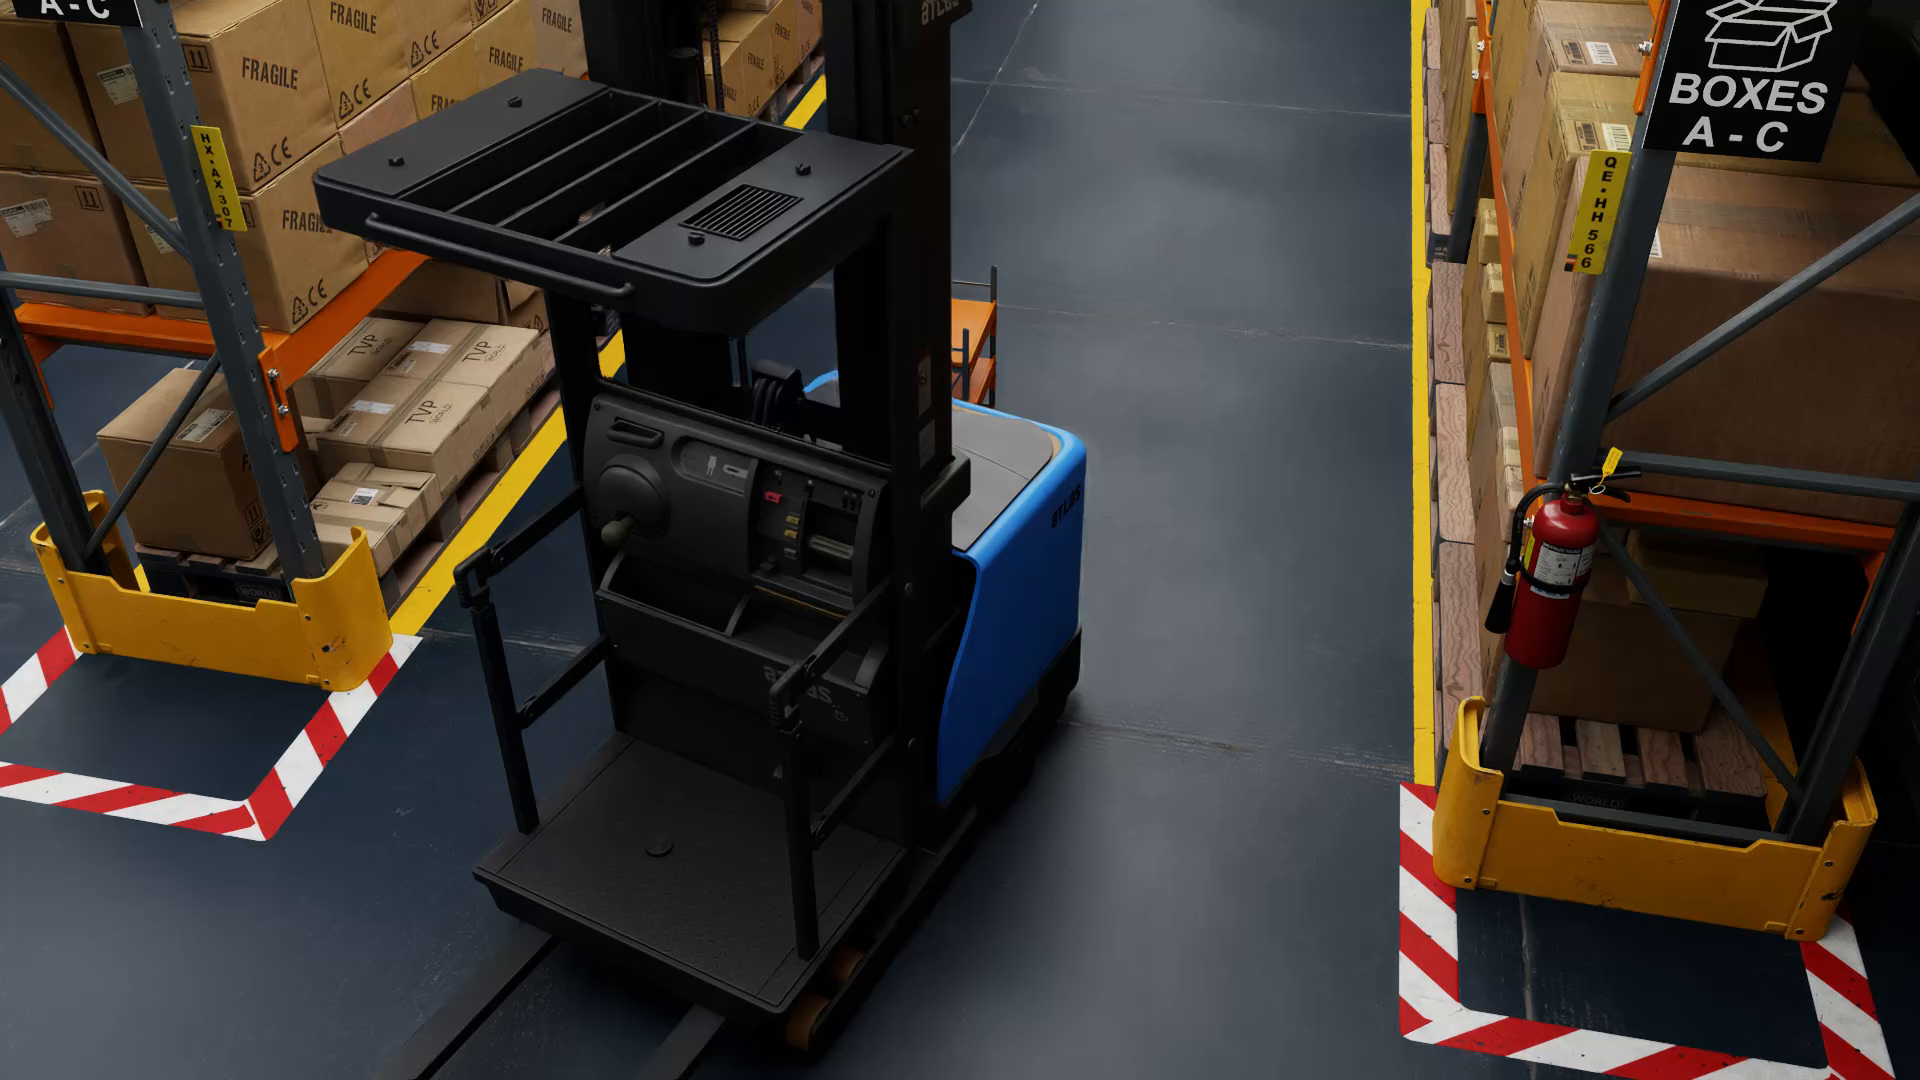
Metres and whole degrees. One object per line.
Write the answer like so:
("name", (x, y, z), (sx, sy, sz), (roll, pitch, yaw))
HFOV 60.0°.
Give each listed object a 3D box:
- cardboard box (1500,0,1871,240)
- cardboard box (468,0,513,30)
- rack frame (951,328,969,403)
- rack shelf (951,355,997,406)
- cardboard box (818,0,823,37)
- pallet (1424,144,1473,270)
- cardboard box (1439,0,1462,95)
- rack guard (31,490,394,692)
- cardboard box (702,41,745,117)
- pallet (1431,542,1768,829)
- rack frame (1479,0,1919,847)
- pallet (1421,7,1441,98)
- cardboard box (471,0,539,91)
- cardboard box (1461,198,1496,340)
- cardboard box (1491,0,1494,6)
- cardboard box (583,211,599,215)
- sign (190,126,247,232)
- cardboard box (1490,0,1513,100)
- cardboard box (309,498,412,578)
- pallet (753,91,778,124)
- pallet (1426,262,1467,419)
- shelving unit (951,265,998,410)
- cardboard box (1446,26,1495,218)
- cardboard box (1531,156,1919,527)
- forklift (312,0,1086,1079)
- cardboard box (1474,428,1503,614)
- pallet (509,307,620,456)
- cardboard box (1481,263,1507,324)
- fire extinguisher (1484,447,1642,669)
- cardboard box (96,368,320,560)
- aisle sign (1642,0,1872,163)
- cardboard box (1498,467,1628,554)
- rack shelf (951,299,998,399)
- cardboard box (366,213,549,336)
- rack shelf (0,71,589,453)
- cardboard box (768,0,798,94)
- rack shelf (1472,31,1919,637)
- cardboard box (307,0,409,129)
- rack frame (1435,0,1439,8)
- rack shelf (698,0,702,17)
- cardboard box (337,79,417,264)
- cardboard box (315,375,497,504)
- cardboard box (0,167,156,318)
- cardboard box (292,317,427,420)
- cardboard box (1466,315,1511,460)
("cardboard box", (2.525, -1.438, 5.922), (0.980, 0.700, 0.700), (6, 36, 8))
("cardboard box", (-2.055, -2.332, 6.474), (0.500, 0.500, 0.500), (7, 37, 10))
("rack frame", (-0.087, -0.251, 6.074), (0.240, 1.200, 0.015), (7, 37, 10))
("rack shelf", (-0.035, -0.518, 6.175), (0.258, 0.148, 0.480), (7, 37, 10))
("cardboard box", (-1.103, -3.677, 11.023), (0.500, 0.500, 0.500), (6, 36, 8))
("pallet", (3.055, -1.784, 9.032), (1.003, 0.211, 1.213), (7, 37, 10))
("cardboard box", (3.340, -3.148, 10.011), (0.750, 0.750, 0.750), (7, 37, 10))
("rack guard", (-2.714, 0.181, 6.074), (1.175, 0.500, 0.348), (7, 37, 10))
("cardboard box", (-1.535, -2.493, 9.389), (0.500, 0.500, 0.500), (6, 36, 8))
("pallet", (2.204, 0.493, 5.891), (1.003, 0.211, 1.213), (7, 37, 10))
("rack frame", (2.109, -0.168, 4.426), (1.000, 3.000, 0.127), (7, 37, 10))
("pallet", (3.576, -3.183, 10.962), (1.003, 0.211, 1.213), (7, 37, 10))
("cardboard box", (-2.055, -1.919, 6.757), (0.500, 0.500, 0.500), (8, 37, 11))
("cardboard box", (2.704, -1.204, 7.627), (0.700, 0.500, 0.500), (8, 37, 11))
("cardboard box", (2.759, -2.597, 7.975), (0.380, 0.149, 0.250), (8, 37, 10))
("cardboard box", (-1.742, -1.519, 8.345), (0.380, 0.149, 0.250), (7, 37, 10))
("sign", (-2.201, -1.070, 4.932), (0.100, 0.325, 0.005), (7, 37, 10))
("cardboard box", (2.832, -2.274, 7.076), (0.980, 0.700, 0.700), (8, 37, 11))
("cardboard box", (-2.306, -0.008, 6.259), (0.380, 0.149, 0.250), (7, 37, 10))
("pallet", (-1.740, -2.422, 9.912), (1.003, 0.211, 1.213), (7, 37, 10))
("pallet", (2.725, -0.906, 7.821), (1.003, 0.211, 1.213), (7, 37, 10))
("shelving unit", (-0.035, -0.391, 6.267), (0.258, 1.200, 0.503), (7, 37, 10))
("cardboard box", (2.976, -2.150, 8.635), (0.750, 0.750, 0.750), (8, 37, 11))
("cardboard box", (2.209, -0.583, 4.743), (0.980, 0.700, 0.700), (9, 37, 12))
("forklift", (-0.723, -0.036, 4.301), (1.130, 2.935, 3.031), (18, 40, 23))
("cardboard box", (2.268, -0.027, 6.003), (0.700, 0.500, 0.500), (7, 37, 10))
("pallet", (-2.282, -0.856, 7.751), (1.003, 0.211, 1.213), (7, 37, 10))
("cardboard box", (2.341, -0.994, 6.784), (0.380, 0.149, 0.250), (6, 36, 9))
("fire extinguisher", (1.626, 0.043, 4.519), (0.296, 0.674, 0.183), (7, 37, 10))
("cardboard box", (-2.855, -0.296, 6.357), (0.500, 0.500, 0.500), (7, 37, 10))
("aisle sign", (1.801, -1.217, 3.658), (0.394, 0.787, 0.004), (7, 37, 10))
("cardboard box", (2.011, -0.099, 5.550), (0.380, 0.149, 0.250), (7, 37, 9))
("rack shelf", (-0.035, -0.709, 6.036), (0.258, 0.148, 0.480), (7, 37, 10))
("cardboard box", (-2.273, -1.170, 7.561), (0.797, 0.503, 0.637), (7, 37, 10))
("rack shelf", (-2.304, -1.642, 7.073), (1.077, 0.370, 4.000), (7, 37, 10))
("cardboard box", (-1.318, -3.086, 10.207), (0.500, 0.500, 0.500), (8, 37, 11))
("rack shelf", (2.537, -1.024, 6.219), (1.077, 0.370, 4.000), (7, 37, 10))
("cardboard box", (-2.274, -1.754, 5.677), (0.500, 0.500, 0.500), (8, 37, 10))
("rack frame", (3.818, -4.755, 10.754), (1.000, 3.000, 0.127), (7, 37, 10))
("rack shelf", (-1.449, -3.936, 10.237), (1.077, 0.370, 4.000), (7, 37, 10))
("cardboard box", (-2.273, -1.345, 5.965), (0.500, 0.500, 0.500), (7, 37, 10))
("cardboard box", (-2.231, -0.415, 6.734), (0.500, 0.250, 0.500), (7, 37, 10))
("cardboard box", (-2.901, -1.119, 5.652), (0.500, 0.500, 0.500), (8, 37, 11))
("cardboard box", (-2.623, -0.735, 7.177), (0.500, 0.250, 0.500), (7, 37, 10))
("cardboard box", (2.482, -0.622, 6.824), (0.700, 0.500, 0.500), (8, 37, 11))
